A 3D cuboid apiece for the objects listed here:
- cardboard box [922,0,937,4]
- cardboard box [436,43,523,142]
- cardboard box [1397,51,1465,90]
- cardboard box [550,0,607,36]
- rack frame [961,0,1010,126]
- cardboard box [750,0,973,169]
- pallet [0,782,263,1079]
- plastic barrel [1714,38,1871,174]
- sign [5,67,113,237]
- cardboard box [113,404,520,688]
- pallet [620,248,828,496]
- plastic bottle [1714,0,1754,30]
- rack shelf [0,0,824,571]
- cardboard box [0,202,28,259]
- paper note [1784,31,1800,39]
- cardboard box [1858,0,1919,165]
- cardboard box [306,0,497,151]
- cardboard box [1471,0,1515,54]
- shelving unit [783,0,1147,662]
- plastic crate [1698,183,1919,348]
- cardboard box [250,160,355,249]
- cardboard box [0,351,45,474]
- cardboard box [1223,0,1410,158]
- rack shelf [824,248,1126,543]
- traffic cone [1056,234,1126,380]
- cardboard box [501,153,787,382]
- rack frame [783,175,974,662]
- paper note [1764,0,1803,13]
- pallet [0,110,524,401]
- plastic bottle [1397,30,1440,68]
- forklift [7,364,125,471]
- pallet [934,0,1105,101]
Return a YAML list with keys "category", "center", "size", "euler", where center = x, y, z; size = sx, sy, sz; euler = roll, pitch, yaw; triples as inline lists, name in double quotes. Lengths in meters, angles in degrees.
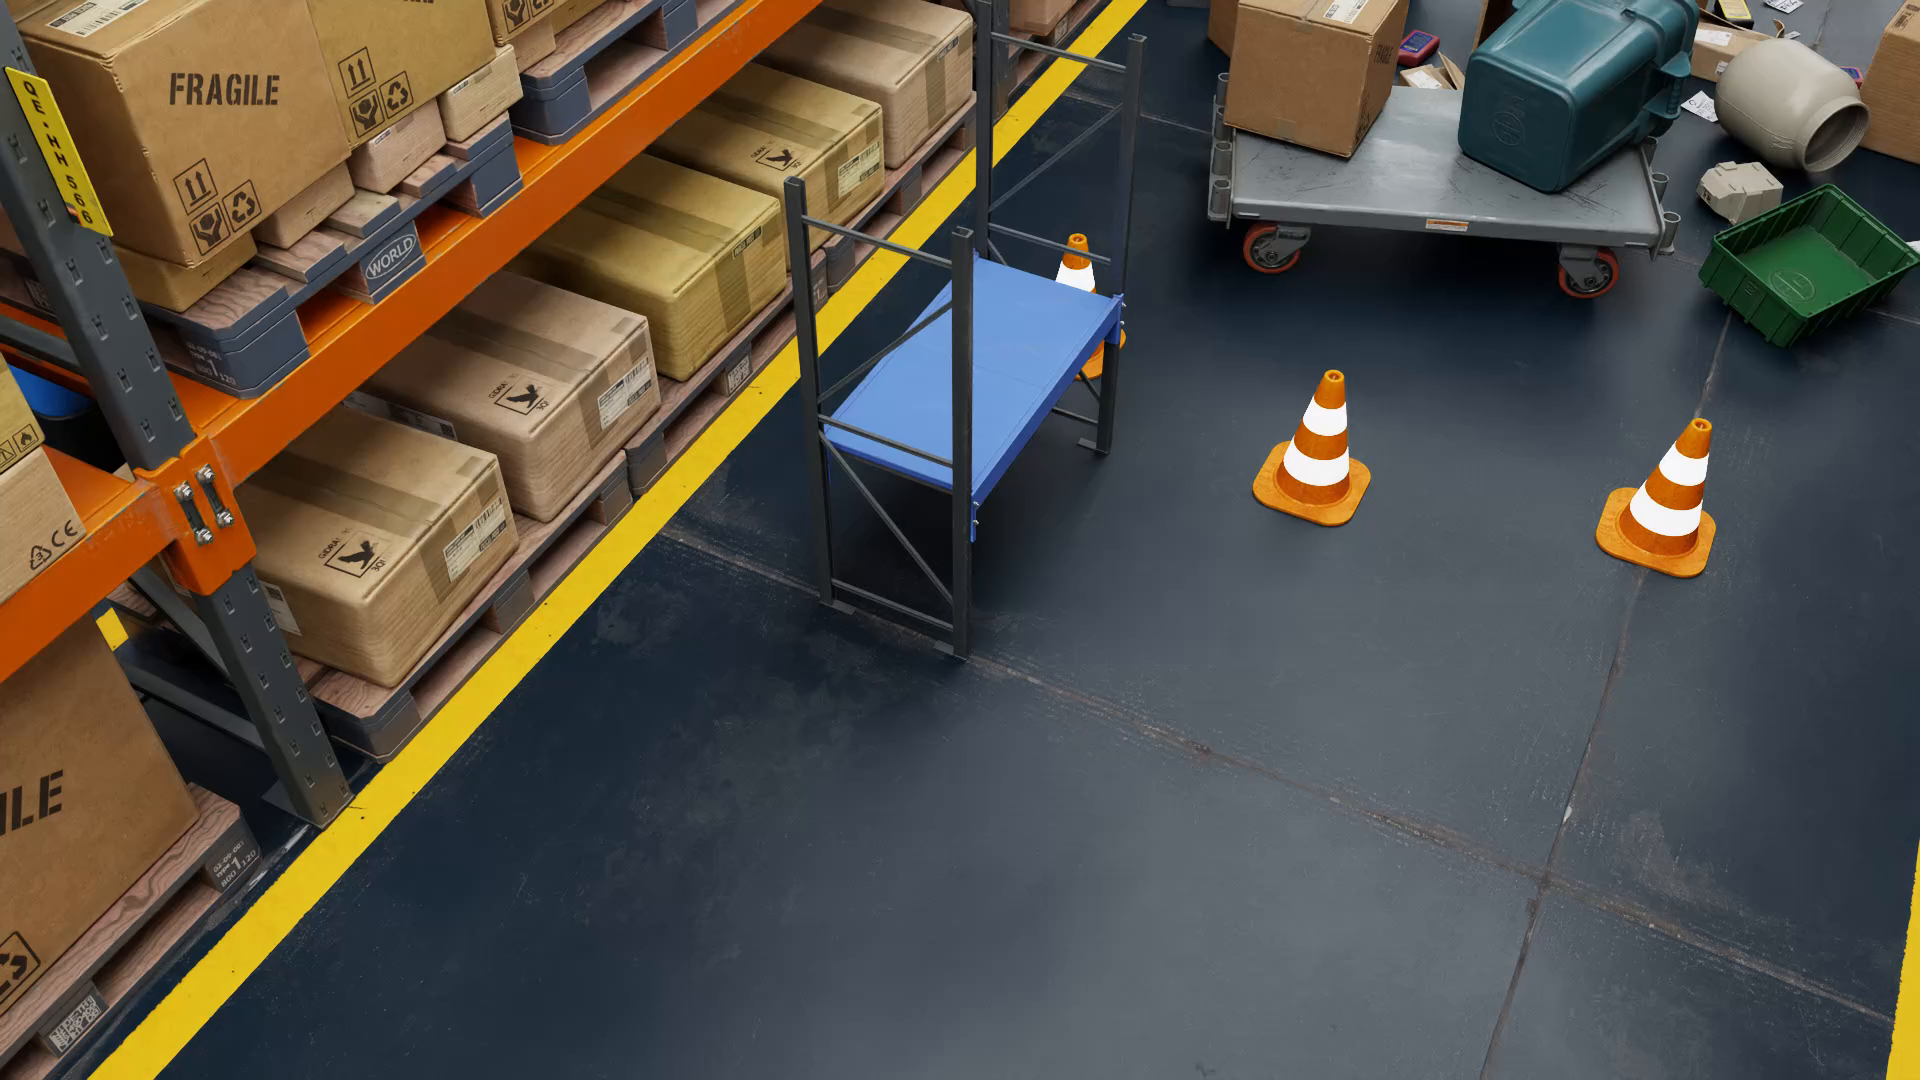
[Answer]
- category: "cardboard box"
  center: [-0.232, -2.635, 7.384]
  size: [0.500, 0.250, 0.500]
  euler: [23, 50, 21]
- category: "cardboard box"
  center: [-1.335, -1.167, 4.175]
  size: [0.380, 0.149, 0.250]
  euler: [21, 49, 19]
- category: "cardboard box"
  center: [2.011, -1.837, 6.879]
  size: [0.258, 0.266, 0.396]
  euler: [-9, 46, -9]
- category: "cardboard box"
  center: [-1.195, -1.535, 4.540]
  size: [0.380, 0.149, 0.250]
  euler: [22, 49, 21]
- category: "rack frame"
  center: [-0.268, -2.993, 6.099]
  size: [1.000, 3.000, 0.127]
  euler: [20, 49, 19]
- category: "cardboard box"
  center: [-0.509, -1.886, 6.557]
  size: [0.950, 0.372, 0.625]
  euler: [21, 49, 20]
- category: "pallet"
  center: [-2.558, 0.979, 4.134]
  size: [1.003, 0.211, 1.213]
  euler: [20, 49, 19]
- category: "plastic barrel"
  center: [3.331, -1.738, 6.670]
  size: [0.421, 0.421, 0.512]
  euler: [-16, 48, -15]
- category: "sign"
  center: [-1.632, -0.699, 3.018]
  size: [0.100, 0.325, 0.005]
  euler: [20, 49, 19]
- category: "cardboard box"
  center: [-1.854, -0.050, 4.743]
  size: [0.950, 0.372, 0.625]
  euler: [17, 48, 16]
- category: "pallet"
  center: [-1.193, -0.751, 5.843]
  size: [1.003, 0.211, 1.213]
  euler: [20, 49, 19]
- category: "plastic bottle"
  center: [3.520, -2.369, 7.548]
  size: [0.133, 0.061, 0.283]
  euler: [5, 46, 5]
- category: "rack shelf"
  center: [-1.197, -1.480, 5.110]
  size: [1.077, 0.370, 4.000]
  euler: [20, 49, 19]
- category: "cardboard box"
  center: [-2.181, -0.817, 3.830]
  size: [0.380, 0.149, 0.250]
  euler: [22, 49, 20]
- category: "paper note"
  center: [3.730, -2.267, 7.483]
  size: [0.123, 0.001, 0.032]
  euler: [-24, 50, -22]
- category: "cardboard box"
  center: [3.975, -1.861, 6.736]
  size: [0.500, 0.500, 0.500]
  euler: [29, 52, 25]
- category: "cardboard box"
  center: [-1.475, -1.298, 3.850]
  size: [0.500, 0.500, 0.500]
  euler: [23, 50, 21]
- category: "cardboard box"
  center: [2.589, -2.149, 6.925]
  size: [0.797, 0.637, 0.503]
  euler: [20, 49, 19]
- category: "shelving unit"
  center: [0.040, -0.581, 4.770]
  size: [0.538, 1.500, 1.048]
  euler: [20, 49, 19]
- category: "plastic crate"
  center: [3.083, -0.996, 6.062]
  size: [0.662, 0.188, 0.450]
  euler: [-24, 60, -22]
- category: "cardboard box"
  center: [-1.648, -0.843, 3.856]
  size: [0.380, 0.149, 0.250]
  euler: [18, 48, 17]
- category: "cardboard box"
  center: [-2.125, -0.207, 3.100]
  size: [0.500, 0.250, 0.500]
  euler: [20, 49, 19]
- category: "cardboard box"
  center: [1.322, -1.812, 6.157]
  size: [0.500, 0.500, 0.500]
  euler: [20, 49, 19]
- category: "rack shelf"
  center: [0.040, -0.455, 4.898]
  size: [0.538, 0.185, 1.000]
  euler: [20, 49, 19]
- category: "traffic cone"
  center: [0.396, -0.858, 5.773]
  size: [0.336, 0.463, 0.334]
  euler: [20, 49, 19]
- category: "cardboard box"
  center: [-1.161, -0.993, 5.675]
  size: [0.950, 0.372, 0.625]
  euler: [22, 49, 20]
- category: "rack frame"
  center: [-0.196, -0.261, 4.453]
  size: [0.500, 1.500, 0.032]
  euler: [20, 49, 19]
- category: "paper note"
  center: [3.808, -2.497, 7.698]
  size: [0.142, 0.017, 0.144]
  euler: [-33, 54, -28]
- category: "pallet"
  center: [-1.889, -0.890, 4.156]
  size: [1.213, 0.211, 1.003]
  euler: [20, 49, 19]
- category: "plastic bottle"
  center: [1.992, -2.154, 7.336]
  size: [0.133, 0.061, 0.283]
  euler: [29, 52, 25]
- category: "forklift"
  center: [-2.507, -2.283, 5.445]
  size: [1.130, 2.935, 3.031]
  euler: [21, 49, 20]
- category: "pallet"
  center: [0.012, -2.448, 7.521]
  size: [1.003, 0.211, 1.213]
  euler: [20, 49, 19]
